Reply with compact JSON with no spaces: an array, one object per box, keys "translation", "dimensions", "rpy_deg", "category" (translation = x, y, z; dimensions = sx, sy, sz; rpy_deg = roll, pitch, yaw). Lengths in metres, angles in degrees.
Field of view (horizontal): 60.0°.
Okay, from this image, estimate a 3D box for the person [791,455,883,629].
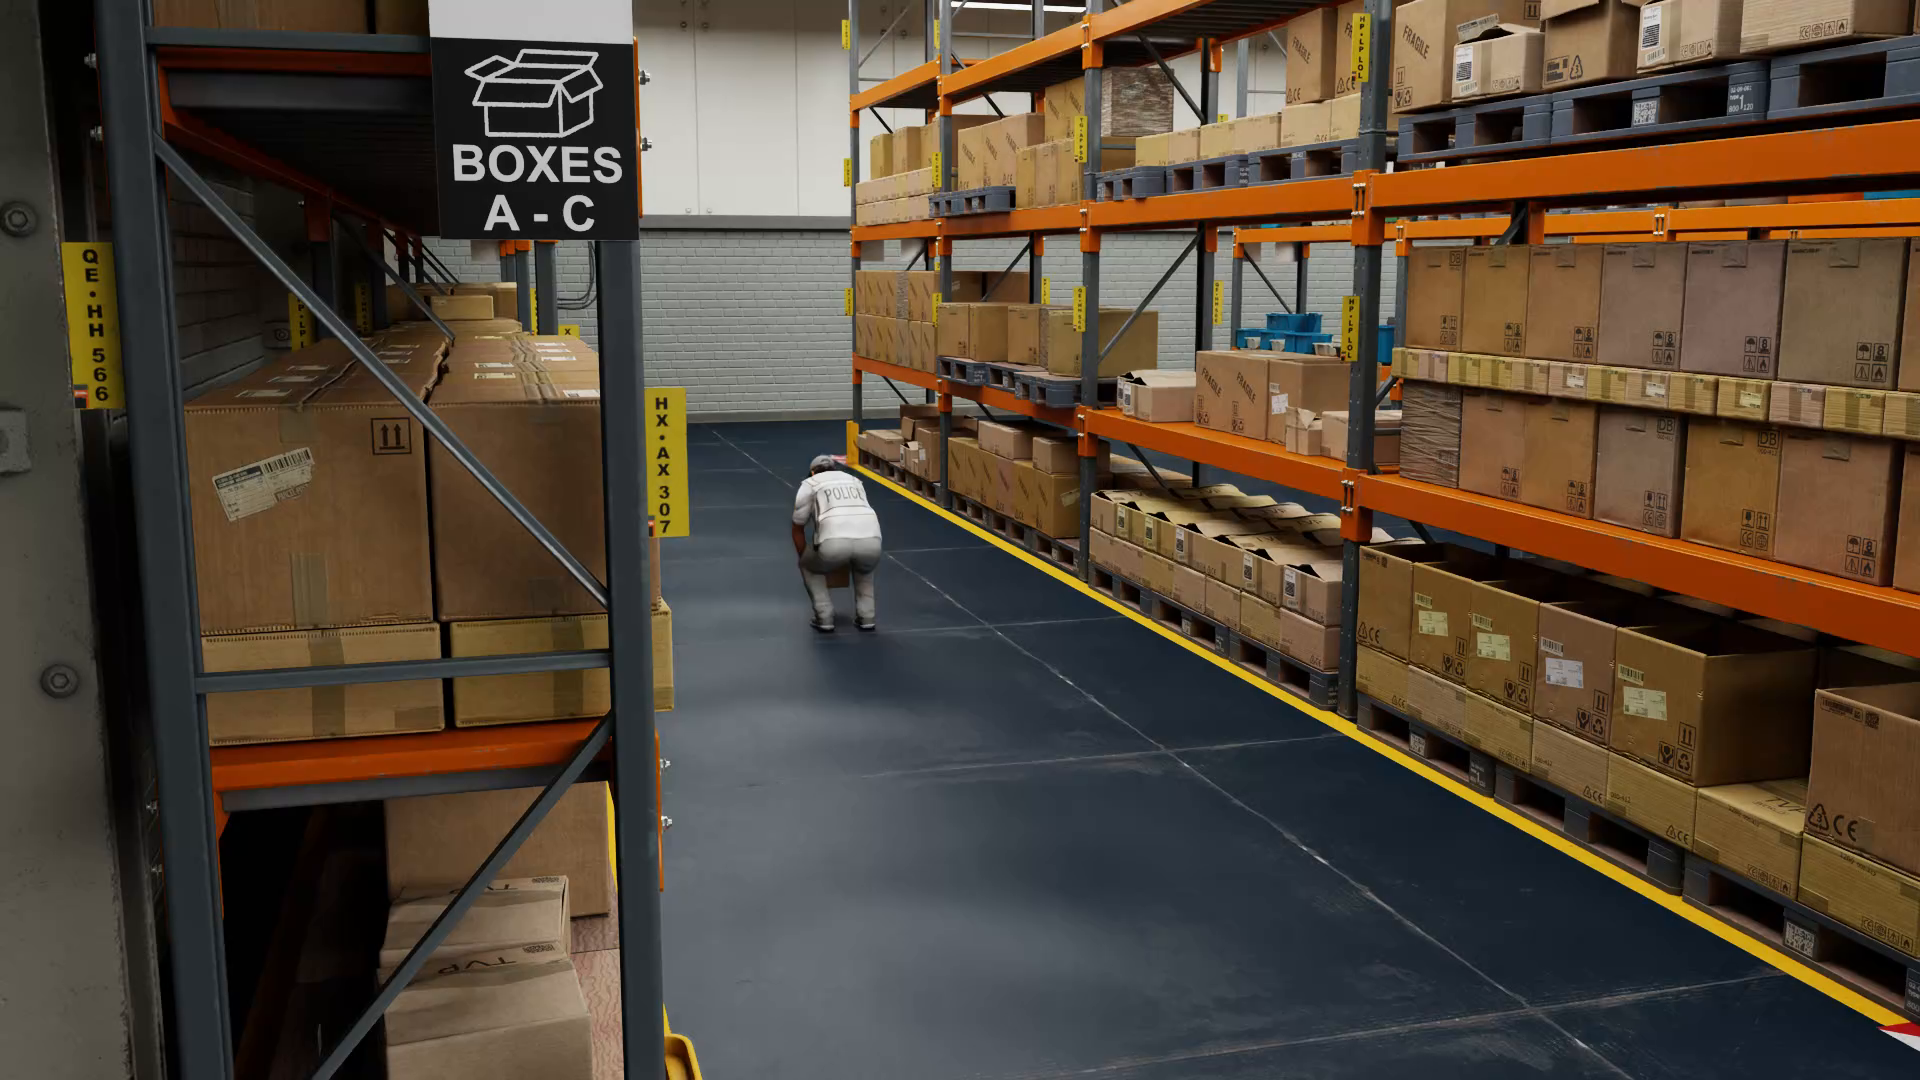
[{"translation":[-0.818,0.022,10.971],"dimensions":[0.537,1.108,0.808],"rpy_deg":[-3,10,-16],"category":"person"}]
